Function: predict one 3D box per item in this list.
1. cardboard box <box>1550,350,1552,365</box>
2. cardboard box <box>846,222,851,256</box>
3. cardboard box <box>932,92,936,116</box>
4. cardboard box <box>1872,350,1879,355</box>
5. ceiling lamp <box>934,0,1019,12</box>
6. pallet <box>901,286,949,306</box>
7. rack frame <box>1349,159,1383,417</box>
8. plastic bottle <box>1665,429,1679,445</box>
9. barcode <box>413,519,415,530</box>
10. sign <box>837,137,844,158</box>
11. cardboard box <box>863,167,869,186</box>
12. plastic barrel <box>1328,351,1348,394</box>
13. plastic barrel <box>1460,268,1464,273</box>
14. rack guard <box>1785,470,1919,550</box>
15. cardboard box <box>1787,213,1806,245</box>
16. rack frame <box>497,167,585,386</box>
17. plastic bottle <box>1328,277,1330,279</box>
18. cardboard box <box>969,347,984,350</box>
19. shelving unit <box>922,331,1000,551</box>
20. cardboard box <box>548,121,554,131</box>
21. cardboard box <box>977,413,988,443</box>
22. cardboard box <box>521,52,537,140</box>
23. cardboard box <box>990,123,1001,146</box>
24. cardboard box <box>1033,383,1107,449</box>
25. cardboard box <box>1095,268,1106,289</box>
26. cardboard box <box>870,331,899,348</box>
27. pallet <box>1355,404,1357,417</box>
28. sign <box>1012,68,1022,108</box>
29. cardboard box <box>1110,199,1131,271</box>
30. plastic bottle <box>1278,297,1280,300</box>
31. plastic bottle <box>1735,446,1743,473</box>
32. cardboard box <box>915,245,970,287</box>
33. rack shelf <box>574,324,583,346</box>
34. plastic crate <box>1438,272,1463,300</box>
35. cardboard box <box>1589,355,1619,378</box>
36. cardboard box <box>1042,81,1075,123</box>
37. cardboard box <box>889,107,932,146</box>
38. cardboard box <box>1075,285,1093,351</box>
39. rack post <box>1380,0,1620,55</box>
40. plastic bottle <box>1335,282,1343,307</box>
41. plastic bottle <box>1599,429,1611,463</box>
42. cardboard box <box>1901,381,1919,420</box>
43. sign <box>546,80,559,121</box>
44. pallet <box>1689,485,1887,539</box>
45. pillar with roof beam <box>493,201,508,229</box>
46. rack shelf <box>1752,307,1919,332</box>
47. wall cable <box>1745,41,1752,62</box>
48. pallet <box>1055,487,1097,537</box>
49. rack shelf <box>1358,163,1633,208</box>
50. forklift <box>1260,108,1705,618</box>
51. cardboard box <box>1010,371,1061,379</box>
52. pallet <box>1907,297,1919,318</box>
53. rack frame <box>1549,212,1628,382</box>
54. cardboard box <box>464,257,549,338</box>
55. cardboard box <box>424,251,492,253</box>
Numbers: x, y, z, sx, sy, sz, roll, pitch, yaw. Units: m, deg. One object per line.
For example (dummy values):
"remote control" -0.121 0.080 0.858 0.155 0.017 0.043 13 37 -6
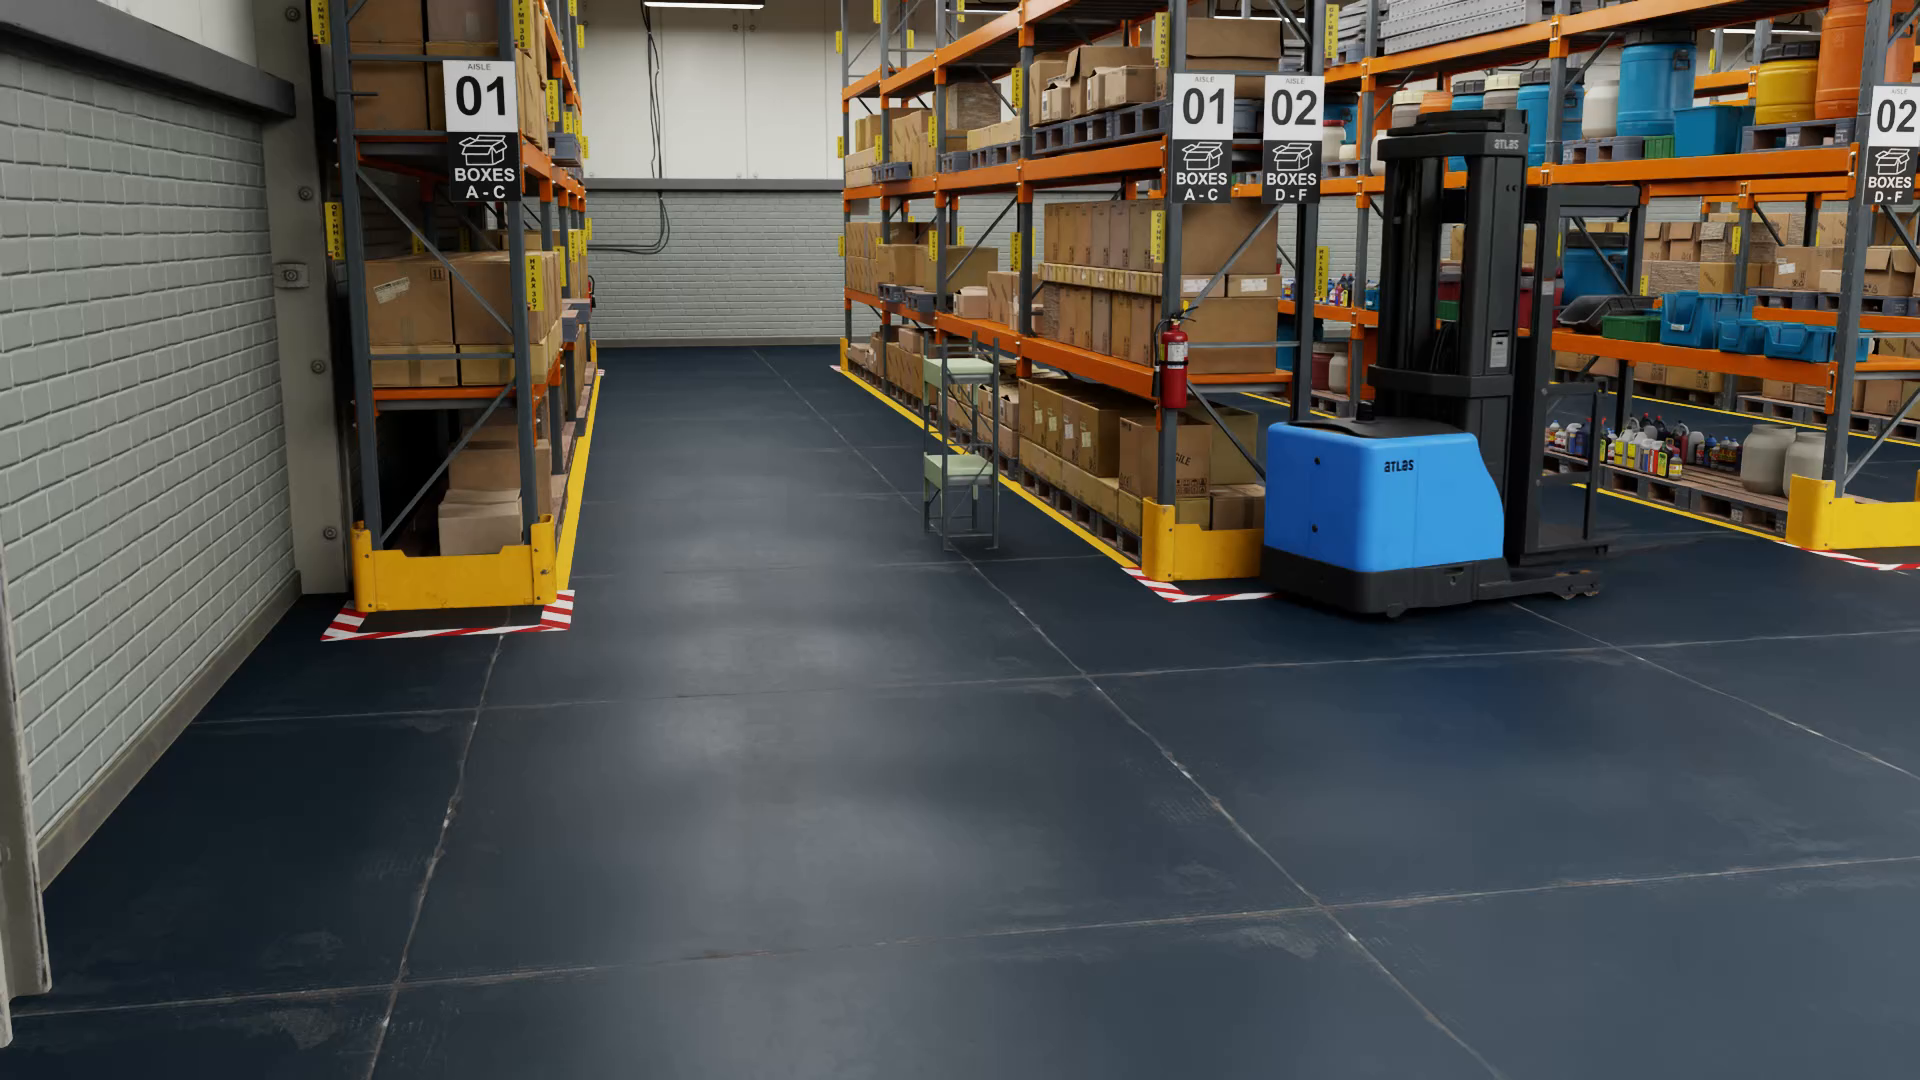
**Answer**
"cardboard box" 9.132 -3.106 25.054 0.875 0.875 0.875 -2 11 -11
"cardboard box" -1.487 -4.643 25.628 0.500 0.500 0.500 -2 11 -9
"cardboard box" -0.035 -5.008 19.521 0.500 0.500 0.500 -2 11 -11
"cardboard box" 14.311 -2.866 25.733 0.380 0.149 0.250 -3 11 -13
"ceiling lamp" 0.618 -10.591 28.163 2.000 3.185 0.800 -2 11 -11
"pallet" -0.141 -2.989 20.391 1.003 0.211 1.213 -2 11 -11
"rack frame" 5.101 -2.906 19.442 1.000 3.000 0.127 -2 11 -11
"plastic bottle" 6.292 -0.844 14.695 0.061 0.283 0.133 -2 11 -11
"barcode" -3.503 -0.097 10.675 0.001 0.075 0.075 -2 11 -11
"sign" -1.847 -6.077 25.742 0.100 0.325 0.005 -2 11 -11
"cardboard box" -1.084 -5.123 23.469 0.500 0.250 0.500 -2 11 -11
"plastic barrel" 4.792 -2.080 20.631 0.421 0.512 0.421 0 11 0
"plastic barrel" 5.593 -2.703 18.076 0.421 0.512 0.421 0 11 0
"rack guard" 6.596 -0.223 12.032 1.175 0.500 0.348 -2 11 -11
"cardboard box" 13.518 -4.933 26.357 0.500 0.500 0.500 -2 11 -10
"rack frame" -5.395 -3.279 21.404 1.000 3.000 0.127 -2 11 -11
"plastic bottle" 4.886 -3.359 22.152 0.152 0.276 0.135 -2 11 -11
"cardboard box" 0.026 -2.185 21.165 0.500 0.500 0.500 -2 11 -10
"shelving unit" 0.001 -0.736 12.050 0.431 1.500 0.755 -2 11 -11
"cardboard box" -5.160 -4.753 19.680 0.700 0.500 0.500 -2 11 -12
"cardboard box" 0.458 -1.101 16.188 0.500 0.250 0.500 -2 11 -10
"cardboard box" -2.950 -2.781 10.443 0.500 0.500 0.500 -1 11 -7
"cardboard box" 0.605 -4.051 16.712 0.500 0.250 0.500 -2 11 -12
"cardboard box" 0.908 -1.029 13.806 0.500 0.500 0.500 -2 11 -11
"cardboard box" 1.233 -1.975 12.547 0.380 0.149 0.250 -2 11 -12
"cardboard box" -0.907 -2.794 24.356 0.797 0.503 0.637 -2 11 -11
"pallet" 5.214 -1.393 18.949 1.003 0.211 1.213 -2 11 -11
"sign" 0.489 -3.854 14.174 0.100 0.325 0.005 -2 11 -11
"cardboard box" 1.503 -2.230 12.155 0.700 0.500 0.500 -2 11 -11
"plastic bottle" 4.215 -3.251 21.787 0.097 0.201 0.097 0 11 0
"plastic bottle" 6.584 -0.707 13.975 0.061 0.283 0.133 -2 11 -10
"cardboard box" -0.132 -3.394 20.615 0.700 0.500 0.500 -5 12 -25
"rack shelf" -5.006 -2.559 19.544 1.077 0.370 4.000 -2 11 -11
"plastic crate" 5.115 -2.630 17.821 0.402 0.464 0.583 -2 11 -11
"cardboard box" 9.500 -2.702 22.929 1.225 0.875 0.875 -3 11 -13
"cardboard box" 0.964 -3.497 13.265 0.500 0.311 0.500 -3 11 -14
"cardboard box" -0.668 -5.562 22.432 0.700 0.500 0.500 -2 11 -11
"cardboard box" 1.315 -1.772 13.218 0.700 0.500 0.500 -2 11 -10
"rack post" 5.412 -5.576 16.889 1.013 1.000 3.121 -2 11 -11
"plastic bottle" 4.559 -2.950 19.984 0.061 0.283 0.133 -2 11 -11
"plastic bottle" 5.657 -0.825 14.595 0.061 0.283 0.133 -2 11 -8
"cardboard box" 10.565 -1.542 17.786 0.700 0.500 0.500 -2 11 -11
"sign" -3.308 -3.561 13.477 0.100 0.325 0.005 -2 11 -11
"pallet" 6.443 -0.230 12.842 1.003 0.211 1.213 -2 11 -11
"pillar with roof beam" -3.324 -7.580 27.956 9.100 9.000 0.548 -2 11 -11
"rack shelf" 10.348 -2.366 18.529 1.077 0.370 4.000 -2 11 -11
"wall cable" 17.480 -8.921 34.999 2.355 3.000 0.029 -2 11 -11
"pallet" 1.374 -0.252 12.954 1.003 0.211 1.213 -2 11 -11
"rack shelf" 5.490 -3.659 17.302 1.077 0.370 4.000 -2 11 -11
"forklift" 3.436 -1.153 10.416 3.031 2.935 1.130 -5 12 -26
"cardboard box" 0.788 -1.583 17.221 0.500 0.311 0.500 -2 11 -11
"pallet" 10.731 -2.404 17.317 1.003 0.211 1.213 -2 11 -11
"rack frame" 9.181 -3.820 24.243 1.000 3.000 0.127 -2 11 -11
"cardboard box" -2.945 -1.573 10.778 0.500 0.500 0.500 -2 11 -11
"cardboard box" -3.952 -2.023 13.144 0.500 0.500 0.500 -2 11 -12
